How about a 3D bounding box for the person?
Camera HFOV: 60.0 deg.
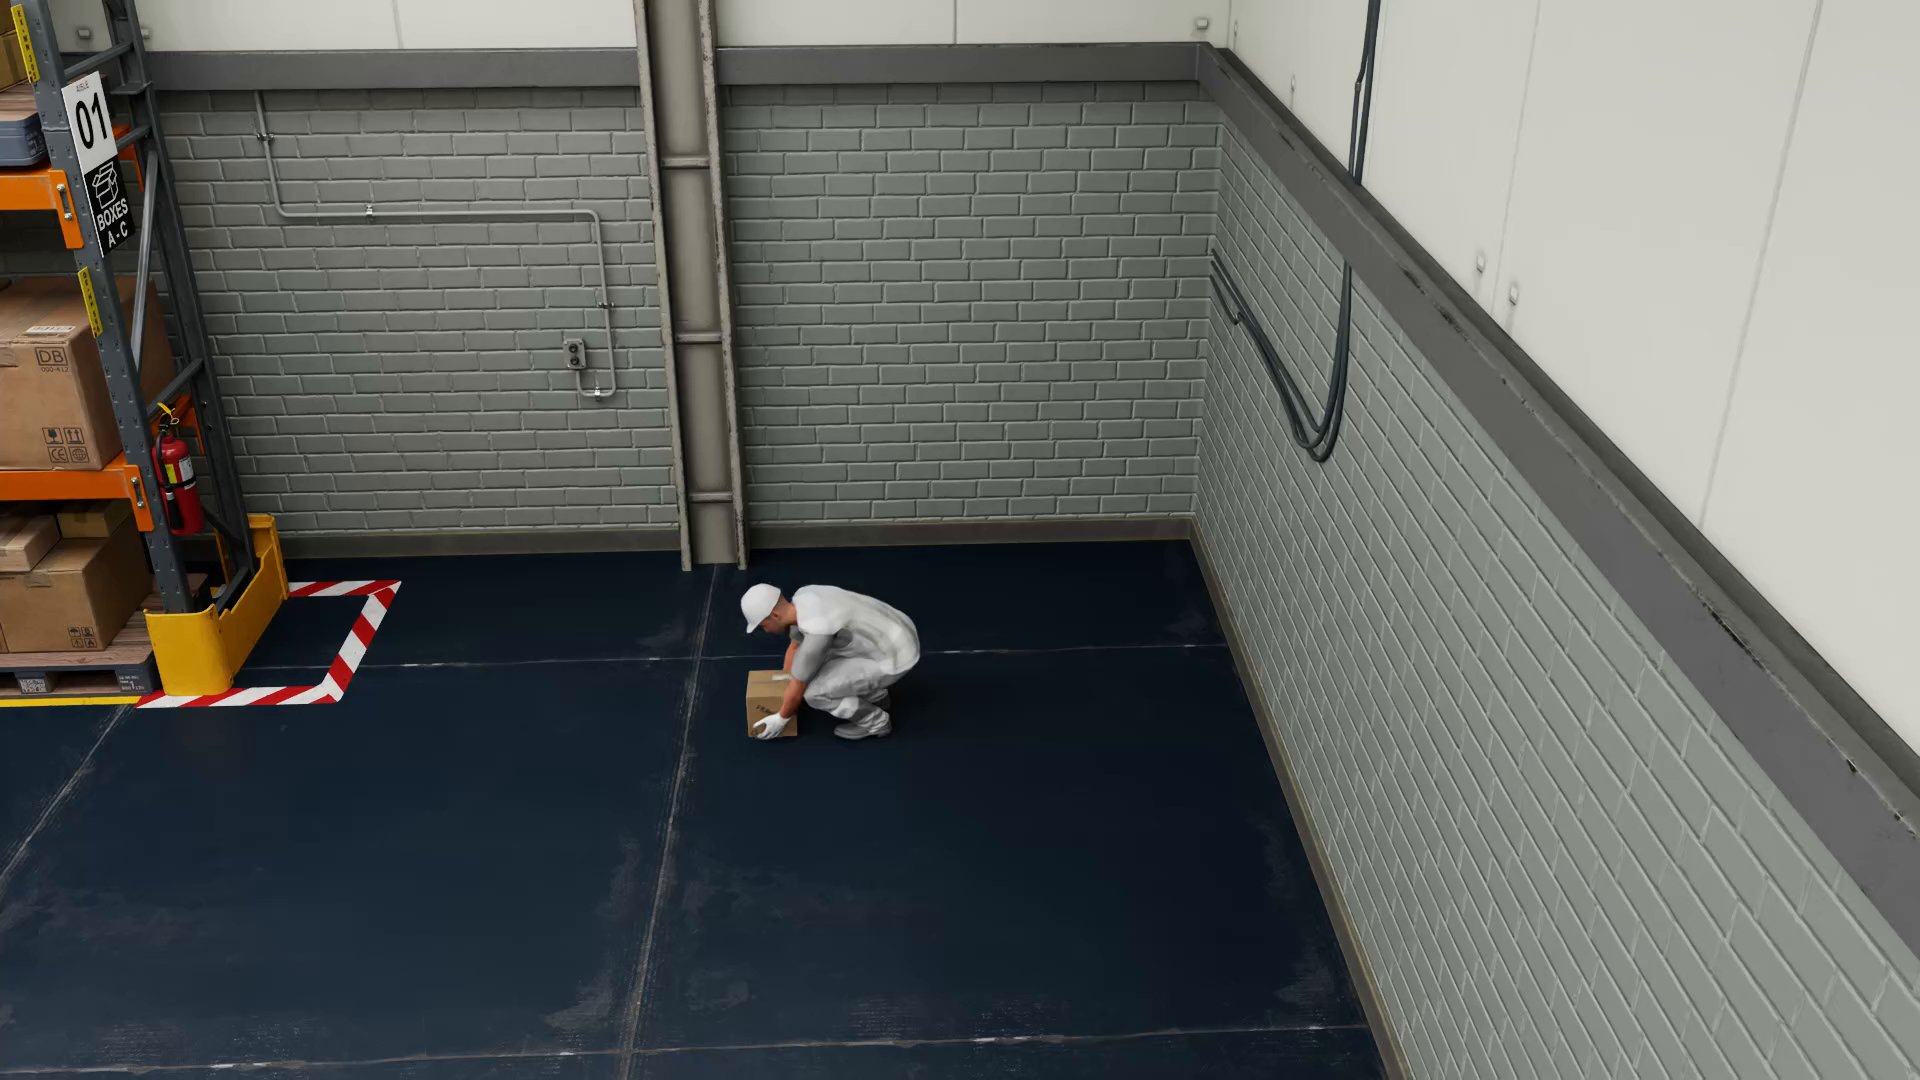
[{"bbox_3d":[-0.648,0.586,8.499,0.890,0.880,0.563,-1,27,-2],"label":"person"}]
